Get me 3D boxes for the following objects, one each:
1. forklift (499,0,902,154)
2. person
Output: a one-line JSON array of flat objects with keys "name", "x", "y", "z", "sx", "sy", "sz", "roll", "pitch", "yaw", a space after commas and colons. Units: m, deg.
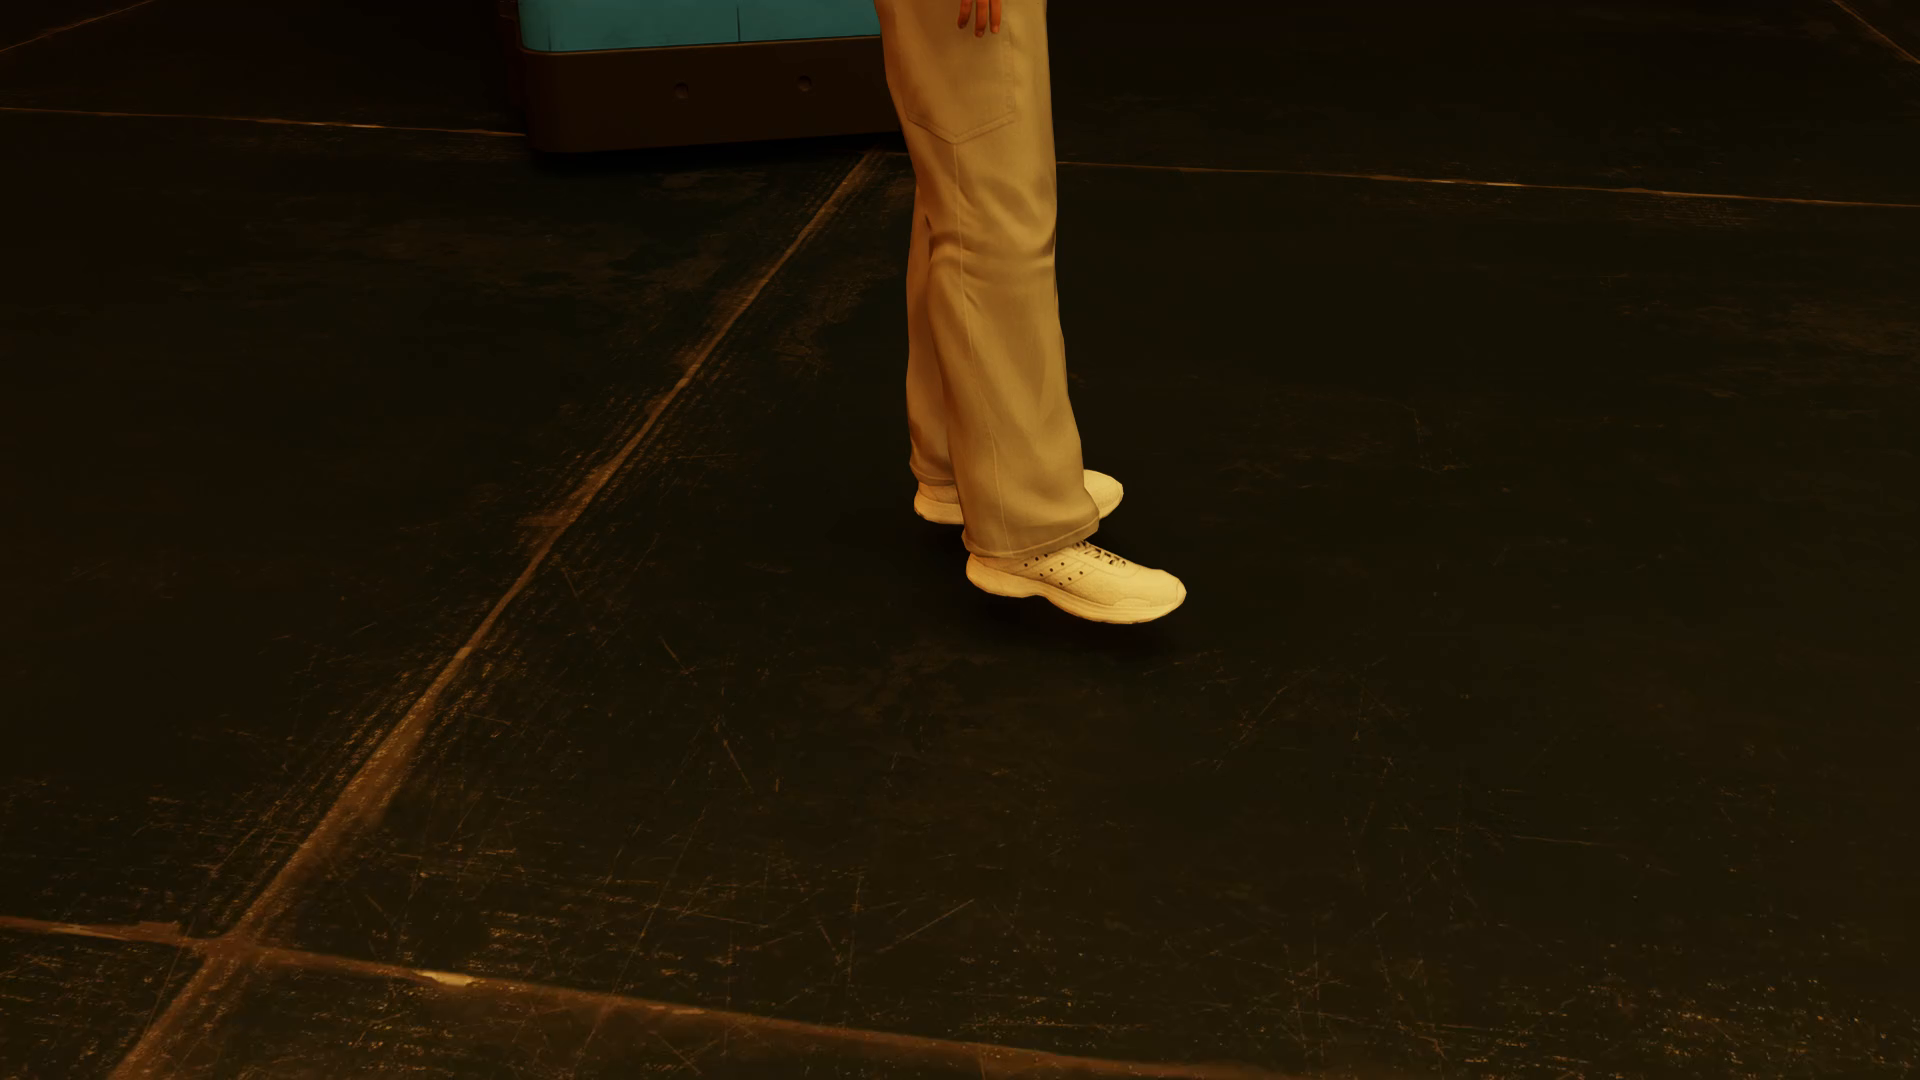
[{"name": "forklift", "x": -0.896, "y": -2.921, "z": 4.747, "sx": 1.130, "sy": 2.935, "sz": 3.031, "roll": -7, "pitch": 30, "yaw": -12}, {"name": "person", "x": 0.070, "y": -0.762, "z": 2.048, "sx": 0.547, "sy": 1.673, "sz": 0.550, "roll": 5, "pitch": 29, "yaw": 9}]
